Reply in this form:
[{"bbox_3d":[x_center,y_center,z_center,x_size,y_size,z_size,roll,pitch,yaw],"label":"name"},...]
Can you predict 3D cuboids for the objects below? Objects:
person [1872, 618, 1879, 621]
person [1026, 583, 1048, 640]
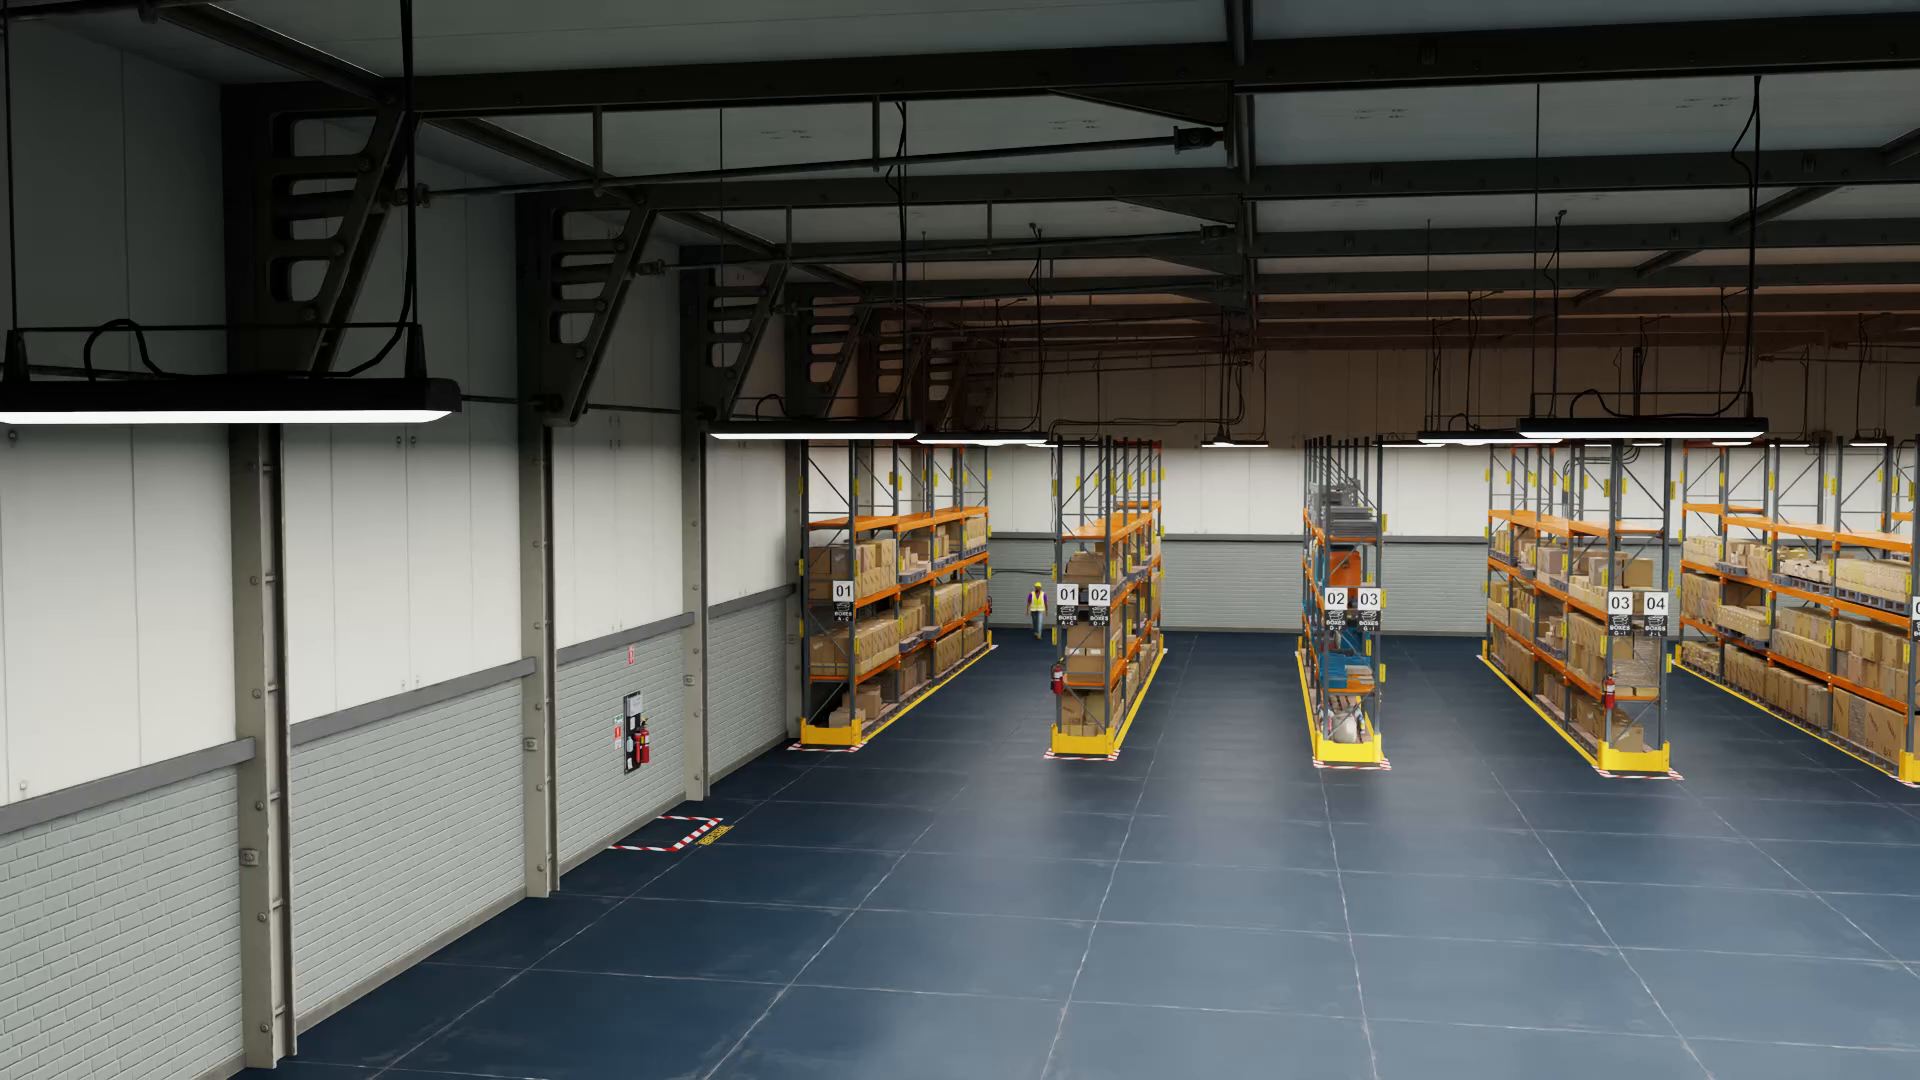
[{"bbox_3d":[22.417,2.623,40.741,0.676,1.724,0.985,2,3,27],"label":"person"},{"bbox_3d":[2.337,2.143,50.289,0.634,1.714,1.093,0,3,7],"label":"person"}]
